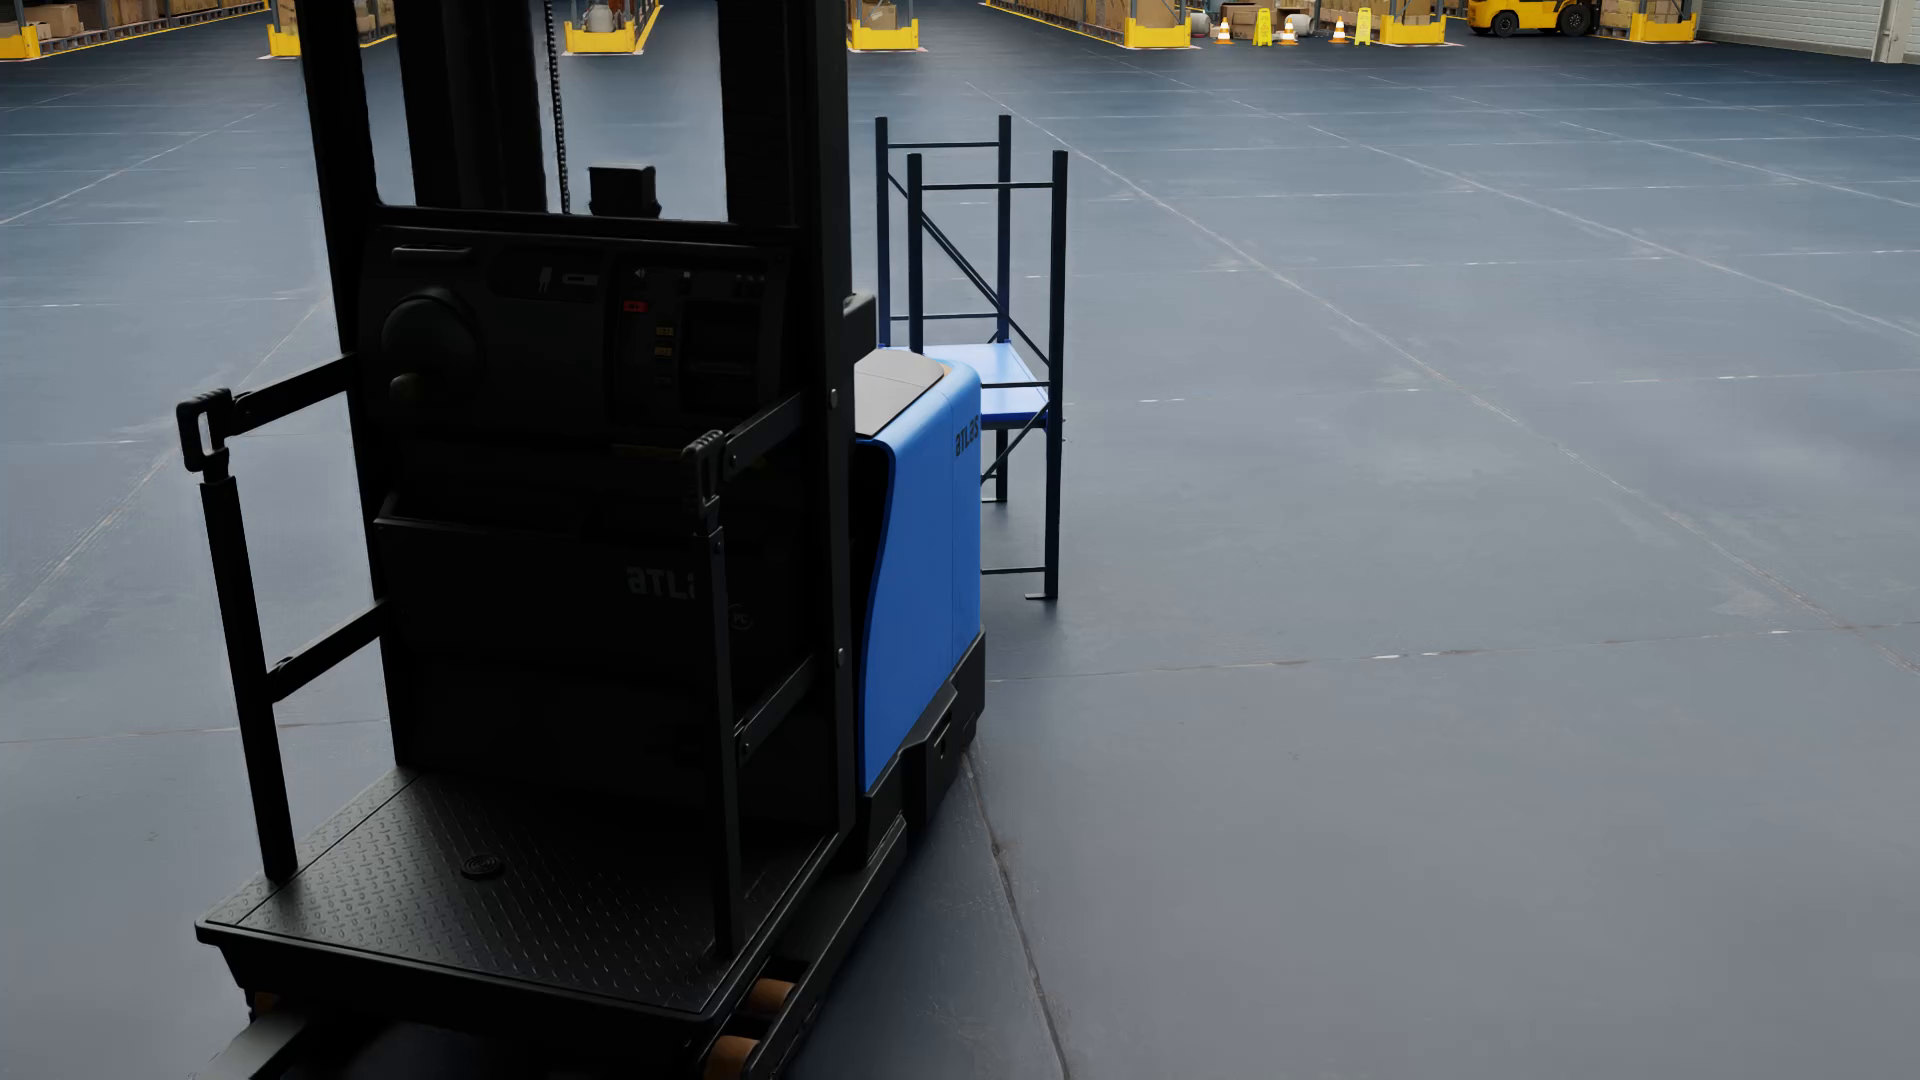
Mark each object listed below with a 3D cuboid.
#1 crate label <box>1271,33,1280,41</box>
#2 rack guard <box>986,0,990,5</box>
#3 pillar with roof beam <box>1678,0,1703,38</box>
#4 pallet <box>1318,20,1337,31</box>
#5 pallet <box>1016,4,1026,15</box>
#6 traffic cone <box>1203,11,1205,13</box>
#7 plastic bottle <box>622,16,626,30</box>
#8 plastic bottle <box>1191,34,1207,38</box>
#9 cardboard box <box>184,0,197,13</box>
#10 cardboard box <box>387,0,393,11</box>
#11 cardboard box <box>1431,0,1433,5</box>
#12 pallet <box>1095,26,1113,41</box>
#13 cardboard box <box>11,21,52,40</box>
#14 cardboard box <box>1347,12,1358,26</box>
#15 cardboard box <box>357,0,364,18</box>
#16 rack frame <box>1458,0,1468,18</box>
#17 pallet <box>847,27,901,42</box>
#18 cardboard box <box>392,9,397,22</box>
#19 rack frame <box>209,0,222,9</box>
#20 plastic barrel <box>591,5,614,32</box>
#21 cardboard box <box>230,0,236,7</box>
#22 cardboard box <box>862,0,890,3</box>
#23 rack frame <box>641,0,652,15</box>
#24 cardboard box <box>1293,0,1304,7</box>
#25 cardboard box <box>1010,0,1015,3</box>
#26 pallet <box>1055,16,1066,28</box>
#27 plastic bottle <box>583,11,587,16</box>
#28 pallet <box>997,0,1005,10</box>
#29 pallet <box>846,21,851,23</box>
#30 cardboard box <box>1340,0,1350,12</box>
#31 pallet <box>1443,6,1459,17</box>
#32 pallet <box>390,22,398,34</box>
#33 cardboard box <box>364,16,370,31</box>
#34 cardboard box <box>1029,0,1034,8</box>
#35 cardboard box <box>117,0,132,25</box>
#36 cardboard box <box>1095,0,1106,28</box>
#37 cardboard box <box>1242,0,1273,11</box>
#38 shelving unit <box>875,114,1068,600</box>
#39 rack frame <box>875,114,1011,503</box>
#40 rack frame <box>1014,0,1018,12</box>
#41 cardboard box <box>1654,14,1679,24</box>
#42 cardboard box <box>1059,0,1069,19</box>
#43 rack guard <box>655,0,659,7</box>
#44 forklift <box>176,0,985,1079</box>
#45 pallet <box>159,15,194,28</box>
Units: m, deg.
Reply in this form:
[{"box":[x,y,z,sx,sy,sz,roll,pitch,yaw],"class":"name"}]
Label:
[{"box":[5.913,-9.539,31.561,0.250,0.136,0.298,-15,25,-35],"class":"crate label"},{"box":[1.296,-14.759,45.017,1.175,0.500,0.348,-3,21,-8],"class":"rack guard"},{"box":[9.918,-13.832,30.390,9.100,9.000,0.400,-3,21,-8],"class":"pillar with roof beam"},{"box":[8.031,-10.549,34.158,1.003,0.211,1.213,-3,21,-8],"class":"pallet"},{"box":[1.976,-12.995,40.708,1.003,0.211,1.213,-3,21,-8],"class":"pallet"},{"box":[5.303,-11.306,35.826,0.336,0.463,0.334,-3,21,-8],"class":"traffic cone"},{"box":[-6.185,-9.523,30.696,0.097,0.271,0.097,0,20,0],"class":"plastic bottle"},{"box":[4.683,-9.873,32.563,0.283,0.061,0.133,-11,23,-26],"class":"plastic bottle"},{"box":[-17.285,-11.976,36.466,0.750,0.750,0.750,-3,21,-8],"class":"cardboard box"},{"box":[-11.667,-10.767,33.286,0.500,0.311,0.500,-4,21,-10],"class":"cardboard box"},{"box":[11.727,-13.418,40.826,0.500,0.500,0.500,-4,21,-10],"class":"cardboard box"},{"box":[3.227,-9.804,32.165,1.003,0.211,1.213,-3,21,-8],"class":"pallet"},{"box":[-16.129,-8.840,28.811,0.500,0.311,0.500,-1,21,-3],"class":"cardboard box"},{"box":[7.945,-10.237,32.666,0.500,0.250,0.500,-4,21,-10],"class":"cardboard box"},{"box":[-11.291,-9.851,30.564,0.500,0.500,0.500,-3,21,-8],"class":"cardboard box"},{"box":[12.234,-13.722,38.670,1.000,3.000,0.127,-3,21,-8],"class":"rack frame"},{"box":[-1.597,-9.626,31.686,1.003,0.211,1.213,-3,21,-8],"class":"pallet"},{"box":[-11.746,-10.681,33.856,0.500,0.250,0.500,-3,21,-7],"class":"cardboard box"},{"box":[-17.766,-13.606,38.359,1.000,3.000,0.127,-3,21,-8],"class":"rack frame"},{"box":[-6.475,-9.380,29.999,0.421,0.512,0.421,0,20,0],"class":"plastic barrel"},{"box":[-17.841,-13.070,39.896,0.700,0.500,0.500,-3,21,-8],"class":"cardboard box"},{"box":[-1.632,-10.062,31.843,0.500,0.500,0.500,-5,21,-13],"class":"cardboard box"},{"box":[-7.962,-14.106,39.697,1.000,3.000,0.127,-3,21,-8],"class":"rack frame"},{"box":[7.714,-11.482,35.826,0.950,0.372,0.625,-2,21,-4],"class":"cardboard box"},{"box":[1.468,-13.551,41.685,0.380,0.149,0.250,-3,21,-7],"class":"cardboard box"},{"box":[2.650,-11.182,35.852,1.003,0.211,1.213,-3,21,-8],"class":"pallet"},{"box":[-6.988,-9.724,31.122,0.144,0.351,0.185,-2,21,-6],"class":"plastic bottle"},{"box":[1.551,-13.919,43.181,1.003,0.211,1.213,-3,21,-8],"class":"pallet"},{"box":[-2.021,-10.549,34.159,1.003,0.211,1.213,-3,21,-8],"class":"pallet"},{"box":[7.879,-10.764,33.006,0.500,0.500,0.500,-2,21,-5],"class":"cardboard box"},{"box":[12.163,-12.677,39.855,1.003,0.211,1.213,-3,21,-8],"class":"pallet"},{"box":[-12.035,-10.458,33.915,1.003,0.211,1.213,-3,21,-8],"class":"pallet"},{"box":[-11.365,-9.673,31.158,0.500,0.250,0.500,-3,21,-8],"class":"cardboard box"},{"box":[1.922,-12.789,39.142,0.500,0.500,0.500,-4,21,-10],"class":"cardboard box"},{"box":[-16.893,-10.481,32.934,0.700,0.500,0.500,-3,21,-7],"class":"cardboard box"},{"box":[3.170,-10.469,32.397,0.875,0.875,0.875,-3,21,-7],"class":"cardboard box"},{"box":[6.142,-11.169,34.325,0.500,0.500,0.500,-3,21,-8],"class":"cardboard box"},{"box":[0.012,-0.673,5.875,0.538,1.500,1.048,-3,21,-8],"class":"shelving unit"},{"box":[-0.061,-0.849,6.346,0.500,1.500,0.032,-3,21,-8],"class":"rack frame"},{"box":[1.862,-14.571,40.942,1.000,3.000,0.127,-3,21,-8],"class":"rack frame"},{"box":[13.510,-10.041,32.143,0.500,0.250,0.500,-3,21,-8],"class":"cardboard box"},{"box":[2.701,-11.489,35.304,1.050,0.750,0.750,-3,21,-8],"class":"cardboard box"},{"box":[-8.555,-14.328,43.863,1.175,0.500,0.348,-3,21,-8],"class":"rack guard"},{"box":[-0.832,-0.402,3.104,1.130,2.935,3.031,6,21,15],"class":"forklift"},{"box":[-17.228,-11.192,35.880,1.003,0.211,1.213,-3,21,-8],"class":"pallet"}]
